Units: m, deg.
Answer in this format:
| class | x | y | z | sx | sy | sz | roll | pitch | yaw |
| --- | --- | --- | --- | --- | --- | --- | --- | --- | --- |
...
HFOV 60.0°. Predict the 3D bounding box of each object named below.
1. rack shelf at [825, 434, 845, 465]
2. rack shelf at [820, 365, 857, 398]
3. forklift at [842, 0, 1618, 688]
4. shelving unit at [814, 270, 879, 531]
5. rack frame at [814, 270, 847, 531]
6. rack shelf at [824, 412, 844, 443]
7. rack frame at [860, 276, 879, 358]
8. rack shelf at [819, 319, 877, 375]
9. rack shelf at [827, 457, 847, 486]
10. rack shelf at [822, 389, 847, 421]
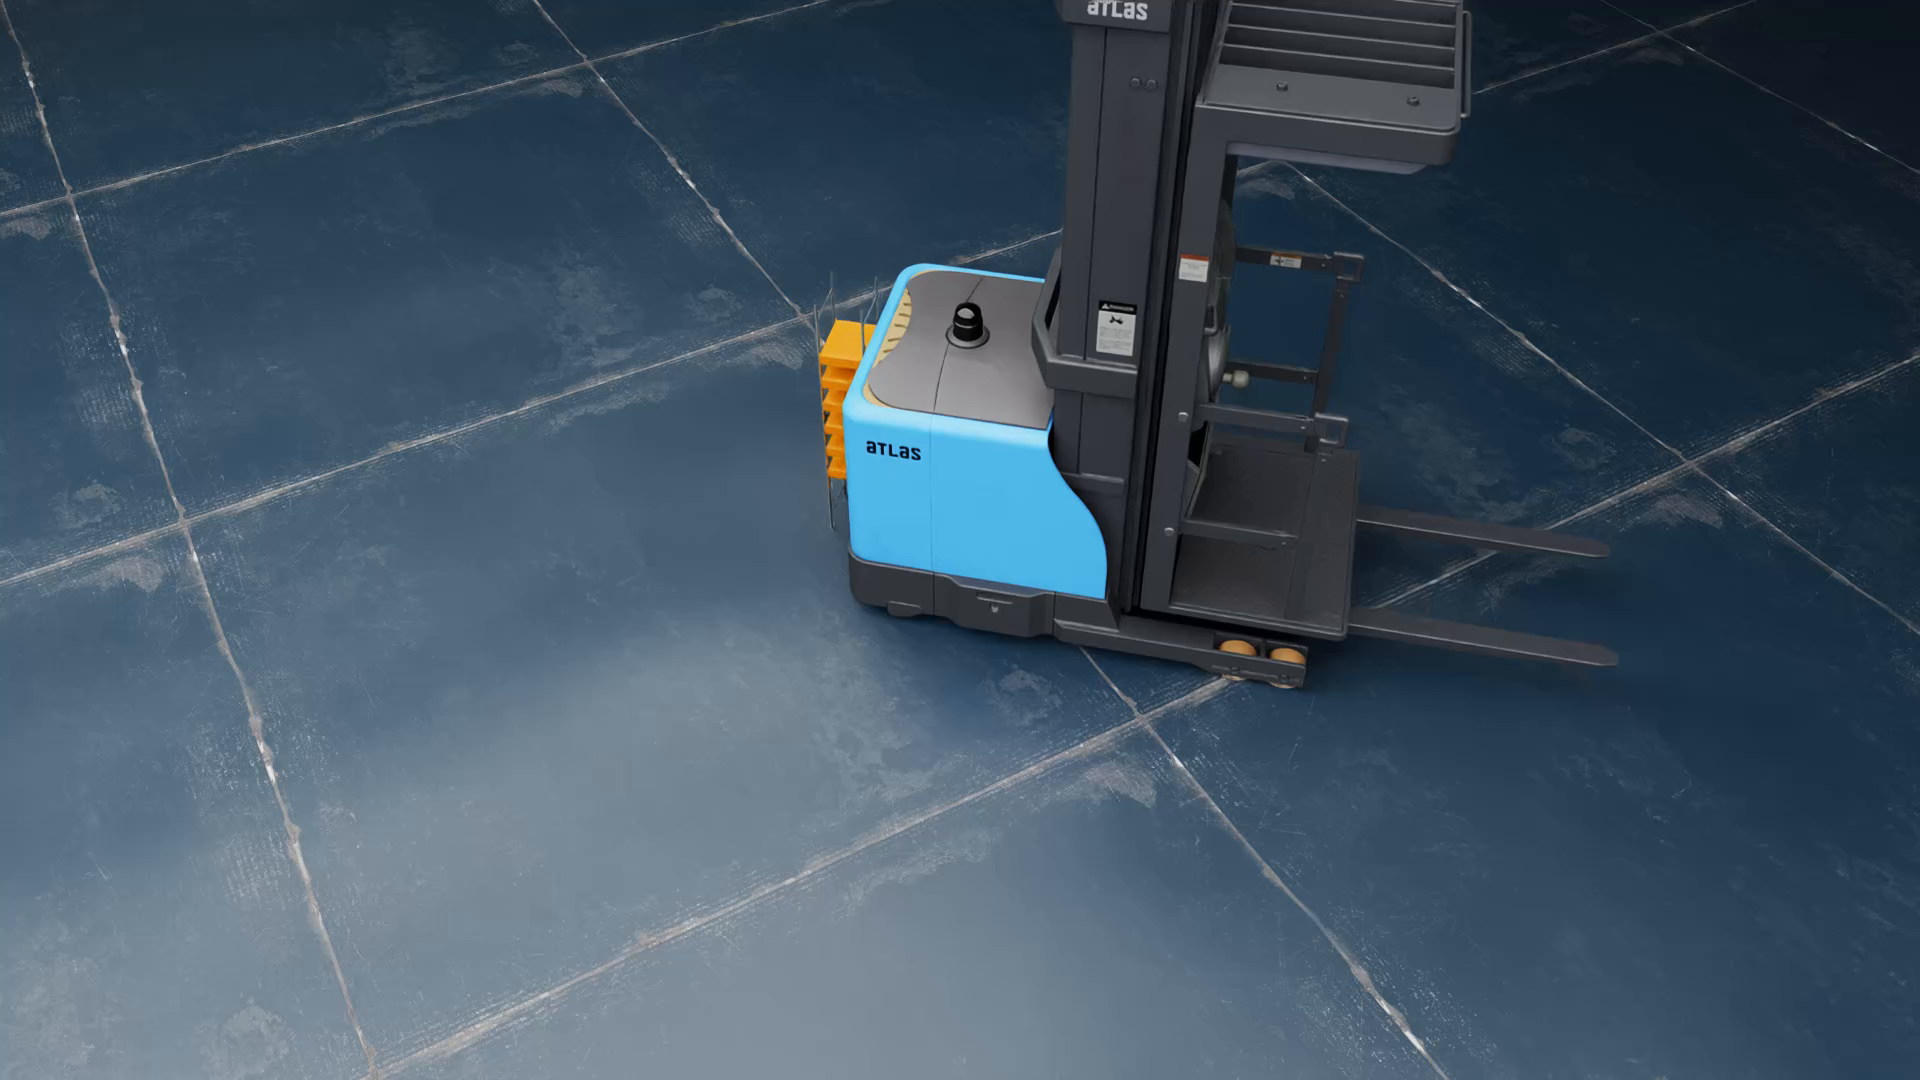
| class | x | y | z | sx | sy | sz | roll | pitch | yaw |
| --- | --- | --- | --- | --- | --- | --- | --- | --- | --- |
| rack shelf | -0.442 | -0.420 | 6.987 | 0.180 | 0.103 | 0.258 | 9 | 45 | 9 |
| rack shelf | -0.442 | -0.678 | 6.736 | 0.180 | 0.103 | 0.258 | 9 | 45 | 9 |
| forklift | 1.119 | -0.874 | 5.976 | 3.031 | 2.935 | 1.130 | 9 | 45 | 9 |
| shelving unit | -0.442 | -0.538 | 6.872 | 0.189 | 1.200 | 0.258 | 9 | 45 | 9 |
| rack frame | -0.531 | -0.552 | 6.887 | 0.006 | 1.200 | 0.240 | 9 | 45 | 9 |
| rack shelf | -0.442 | -0.506 | 6.903 | 0.180 | 0.103 | 0.258 | 9 | 45 | 9 |
| rack frame | -0.353 | -0.524 | 6.858 | 0.006 | 1.200 | 0.240 | 9 | 45 | 9 |
| rack shelf | -0.442 | -0.764 | 6.652 | 0.180 | 0.103 | 0.258 | 9 | 45 | 9 |
| rack shelf | -0.442 | -0.334 | 7.070 | 0.180 | 0.103 | 0.258 | 9 | 45 | 9 |
| rack shelf | -0.442 | -0.592 | 6.819 | 0.180 | 0.103 | 0.258 | 9 | 45 | 9 |
